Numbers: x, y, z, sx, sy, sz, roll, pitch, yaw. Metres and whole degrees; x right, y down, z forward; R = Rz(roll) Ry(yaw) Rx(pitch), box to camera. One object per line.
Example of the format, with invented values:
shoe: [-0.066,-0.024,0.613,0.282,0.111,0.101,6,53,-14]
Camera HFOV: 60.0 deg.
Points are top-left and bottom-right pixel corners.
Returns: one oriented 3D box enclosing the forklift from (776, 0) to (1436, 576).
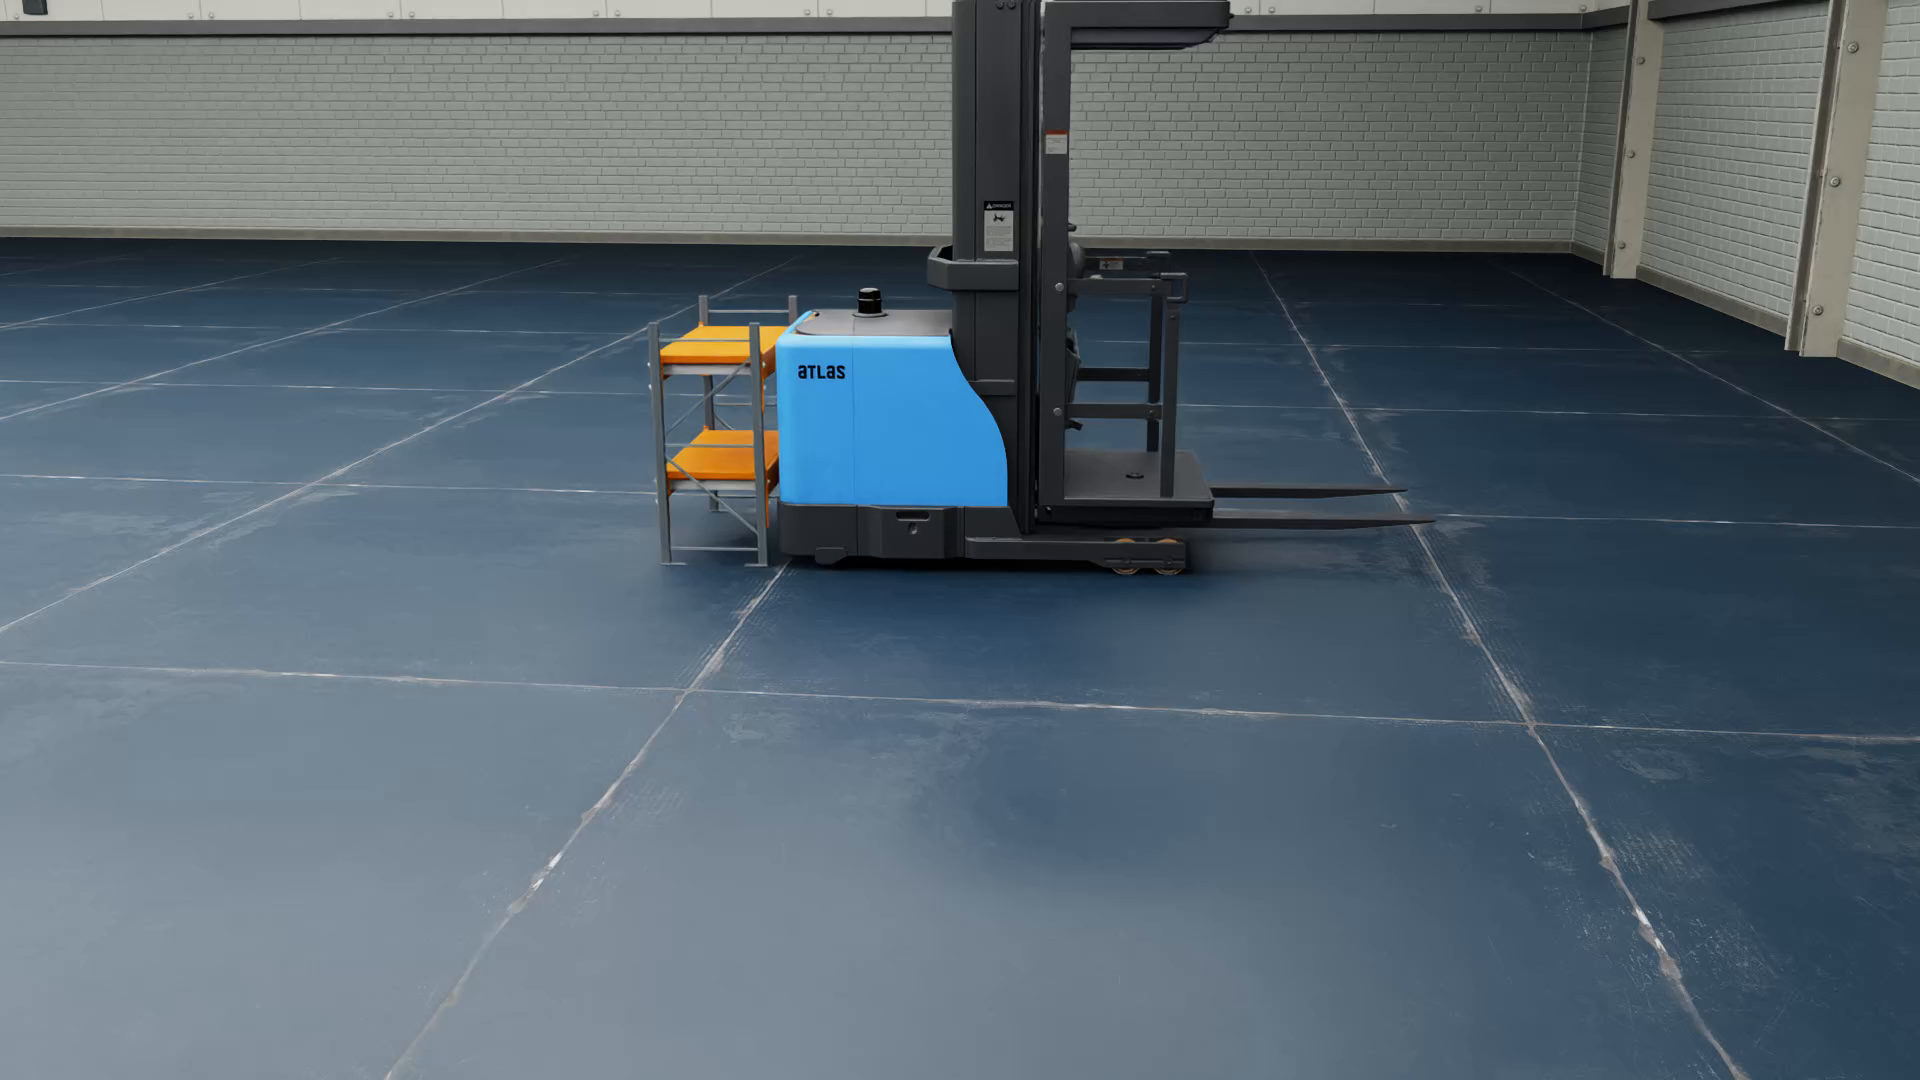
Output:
forklift: [0.691,-1.394,7.703,3.031,2.935,1.130,1,15,3]

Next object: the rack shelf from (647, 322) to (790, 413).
rack shelf: [-1.107,-0.842,7.991,0.538,0.278,1.000,1,15,4]

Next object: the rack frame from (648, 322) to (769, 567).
rack frame: [-1.142,-0.427,7.578,0.500,1.125,0.032,1,15,4]

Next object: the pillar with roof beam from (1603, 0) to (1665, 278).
pillar with roof beam: [3.556,-7.597,19.018,9.100,9.000,0.400,2,15,6]

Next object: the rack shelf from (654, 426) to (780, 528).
rack shelf: [-1.103,-0.323,8.131,0.538,0.278,1.000,1,15,4]

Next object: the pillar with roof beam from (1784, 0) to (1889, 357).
pillar with roof beam: [2.878,-6.041,13.263,9.100,9.000,0.400,2,15,6]

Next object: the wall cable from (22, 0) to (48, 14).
wall cable: [-12.388,-10.481,23.169,2.305,6.003,0.169,2,15,6]

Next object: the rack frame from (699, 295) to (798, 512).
rack frame: [-1.067,-0.692,8.556,0.500,1.125,0.032,1,15,4]

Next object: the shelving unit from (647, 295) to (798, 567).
shelving unit: [-1.104,-0.559,8.067,0.538,1.125,1.048,1,15,4]
